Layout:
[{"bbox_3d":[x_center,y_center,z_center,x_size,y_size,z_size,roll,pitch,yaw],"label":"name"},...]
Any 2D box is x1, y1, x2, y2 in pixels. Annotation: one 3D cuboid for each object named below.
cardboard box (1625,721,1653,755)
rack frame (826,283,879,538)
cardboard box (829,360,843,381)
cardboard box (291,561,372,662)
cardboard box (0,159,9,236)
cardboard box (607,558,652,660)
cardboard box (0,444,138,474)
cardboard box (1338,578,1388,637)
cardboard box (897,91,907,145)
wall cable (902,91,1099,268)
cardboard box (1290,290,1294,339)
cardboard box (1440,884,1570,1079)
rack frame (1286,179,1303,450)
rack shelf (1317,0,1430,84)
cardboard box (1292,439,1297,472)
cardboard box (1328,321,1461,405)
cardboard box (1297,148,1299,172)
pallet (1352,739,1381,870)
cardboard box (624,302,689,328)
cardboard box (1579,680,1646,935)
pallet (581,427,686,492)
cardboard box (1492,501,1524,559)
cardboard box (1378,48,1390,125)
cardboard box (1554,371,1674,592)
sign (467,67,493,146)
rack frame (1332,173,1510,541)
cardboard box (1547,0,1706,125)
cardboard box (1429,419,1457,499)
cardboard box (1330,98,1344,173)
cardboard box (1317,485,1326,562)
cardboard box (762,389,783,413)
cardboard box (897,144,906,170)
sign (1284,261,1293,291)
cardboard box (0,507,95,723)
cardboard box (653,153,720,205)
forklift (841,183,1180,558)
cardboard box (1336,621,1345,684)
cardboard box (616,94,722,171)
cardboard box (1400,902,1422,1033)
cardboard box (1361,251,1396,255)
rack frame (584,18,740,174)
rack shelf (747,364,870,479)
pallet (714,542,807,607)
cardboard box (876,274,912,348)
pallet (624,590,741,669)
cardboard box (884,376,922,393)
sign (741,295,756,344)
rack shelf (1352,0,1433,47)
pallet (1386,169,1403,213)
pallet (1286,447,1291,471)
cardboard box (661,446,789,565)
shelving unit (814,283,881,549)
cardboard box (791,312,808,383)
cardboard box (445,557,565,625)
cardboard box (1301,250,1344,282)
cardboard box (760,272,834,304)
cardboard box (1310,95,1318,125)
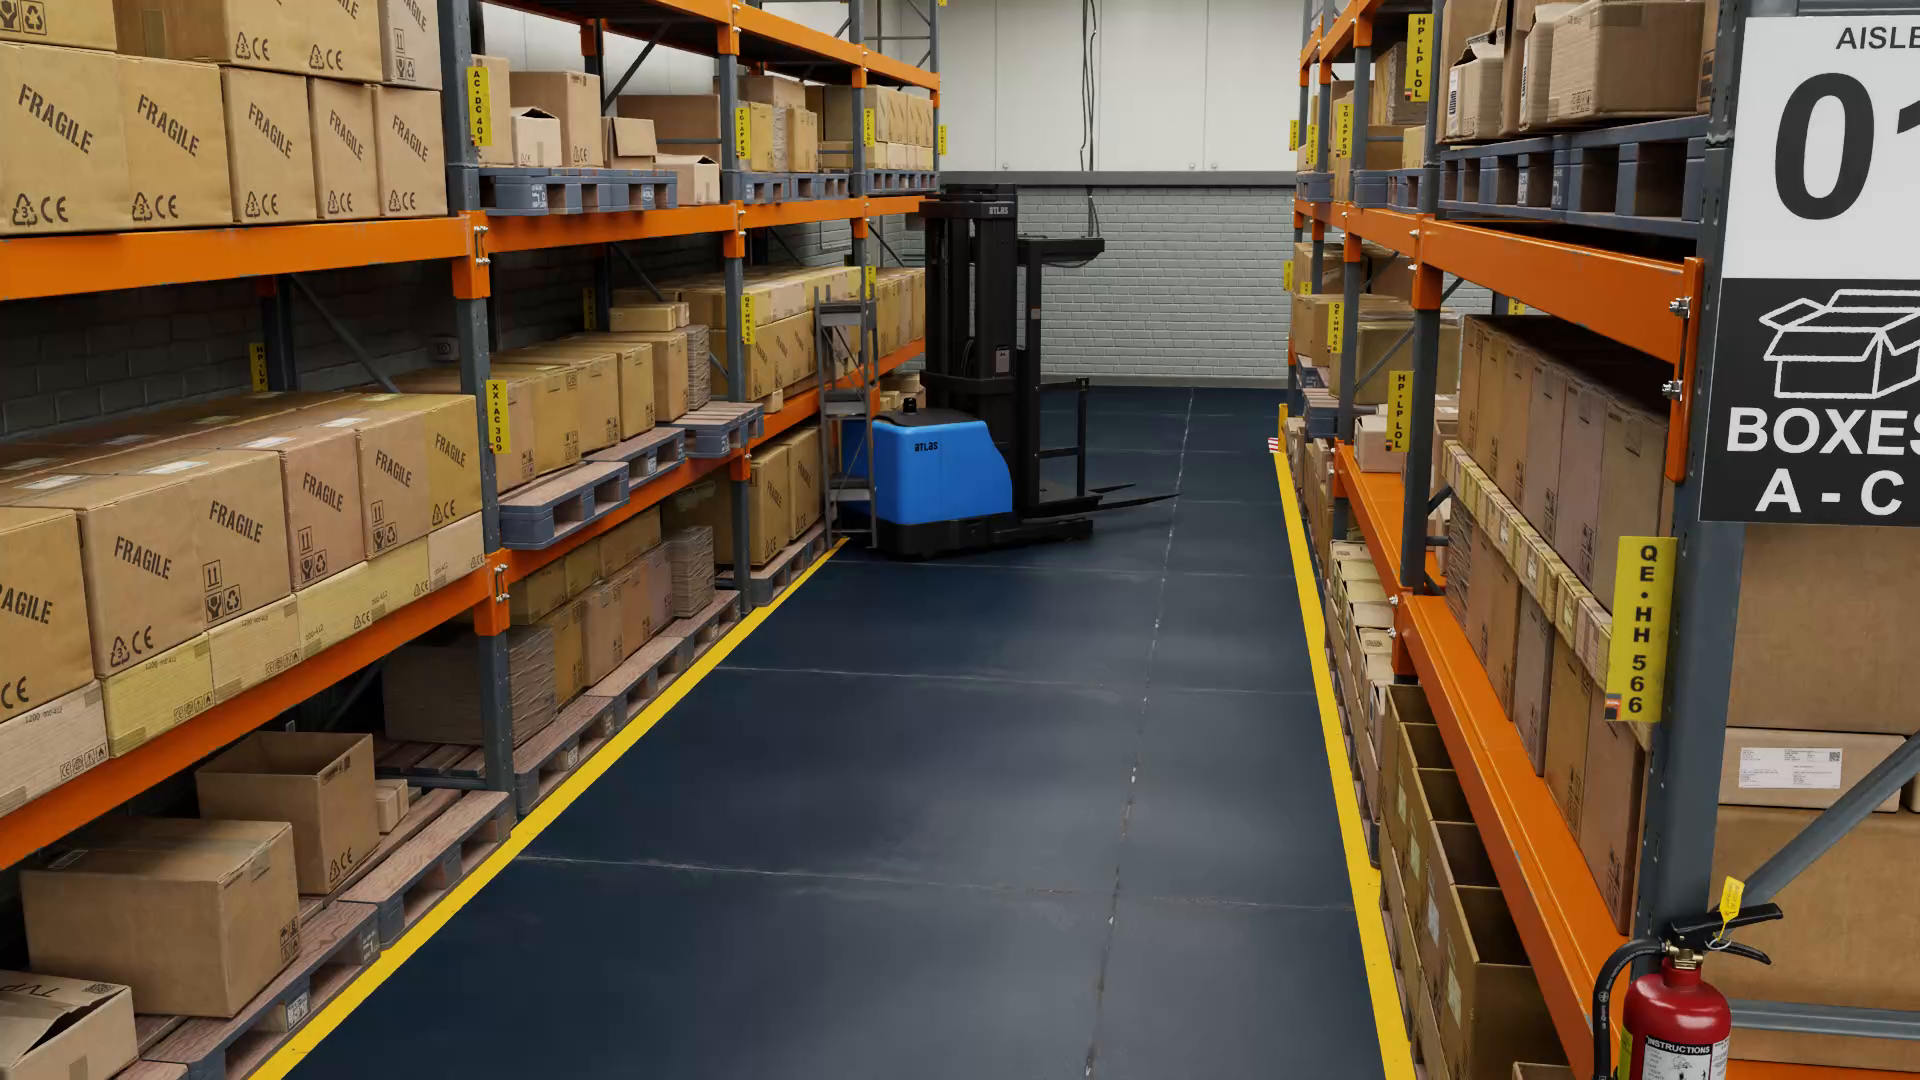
[{"bbox_3d":[1.611,0.351,3.470,0.380,0.149,0.250,2,12,10],"label":"cardboard box"},{"bbox_3d":[-0.853,-1.052,13.710,0.400,2.100,0.015,-1,10,7],"label":"rack frame"},{"bbox_3d":[-1.203,-1.446,14.130,0.380,0.149,0.250,2,12,9],"label":"cardboard box"},{"bbox_3d":[-2.499,0.245,6.045,0.500,0.250,0.500,2,12,8],"label":"cardboard box"},{"bbox_3d":[-2.778,-1.000,4.109,0.500,0.500,0.500,3,12,12],"label":"cardboard box"},{"bbox_3d":[-2.265,0.398,9.916,0.700,0.500,0.500,2,12,8],"label":"cardboard box"},{"bbox_3d":[-3.092,-0.028,5.532,0.500,0.500,0.500,2,12,9],"label":"cardboard box"},{"bbox_3d":[2.408,0.371,9.349,0.500,0.311,0.500,2,12,7],"label":"cardboard box"},{"bbox_3d":[-0.818,-4.164,16.418,0.500,0.500,0.500,2,12,9],"label":"cardboard box"},{"bbox_3d":[0.490,-5.214,24.198,3.097,2.526,0.112,2,12,9],"label":"wall cable"},{"bbox_3d":[3.833,-2.439,17.953,0.500,0.500,0.500,2,12,10],"label":"cardboard box"},{"bbox_3d":[1.629,1.299,4.595,0.500,0.500,0.500,2,12,9],"label":"cardboard box"},{"bbox_3d":[4.162,-2.474,18.352,1.000,3.000,0.127,2,12,9],"label":"rack frame"},{"bbox_3d":[3.239,-3.610,12.043,1.077,0.370,4.000,2,12,9],"label":"rack shelf"},{"bbox_3d":[3.470,-0.826,16.043,0.500,0.311,0.500,2,12,9],"label":"cardboard box"},{"bbox_3d":[2.917,-1.197,11.196,0.700,0.500,0.500,-2,12,-10],"label":"cardboard box"},{"bbox_3d":[3.826,-4.013,17.543,0.500,0.250,0.500,2,12,9],"label":"cardboard box"},{"bbox_3d":[2.391,1.233,7.773,1.003,0.211,1.213,2,12,9],"label":"pallet"},{"bbox_3d":[-1.987,-1.477,10.903,0.380,0.149,0.250,0,12,1],"label":"cardboard box"},{"bbox_3d":[1.862,0.602,3.844,0.700,0.500,0.500,2,12,10],"label":"cardboard box"},{"bbox_3d":[-2.228,-0.461,9.468,1.003,0.211,1.213,2,12,9],"label":"pallet"},{"bbox_3d":[1.890,-0.024,5.207,0.380,0.149,0.250,2,12,7],"label":"cardboard box"},{"bbox_3d":[3.083,-3.009,11.106,0.500,0.500,0.500,2,12,9],"label":"cardboard box"},{"bbox_3d":[1.946,-0.149,4.246,0.700,0.500,0.500,2,12,9],"label":"cardboard box"},{"bbox_3d":[-2.041,-1.839,7.058,0.100,0.325,0.005,2,12,9],"label":"sign"},{"bbox_3d":[2.932,-0.809,10.625,1.000,3.000,0.127,2,12,9],"label":"rack frame"},{"bbox_3d":[1.618,-1.058,3.690,0.500,0.250,0.500,2,12,9],"label":"cardboard box"},{"bbox_3d":[2.532,-0.294,7.999,0.500,0.500,0.500,3,12,13],"label":"cardboard box"},{"bbox_3d":[3.397,-3.308,13.632,0.600,0.600,0.600,1,12,3],"label":"cardboard box"},{"bbox_3d":[2.924,-0.112,12.281,0.500,0.500,0.500,1,12,7],"label":"cardboard box"},{"bbox_3d":[-1.512,-1.021,12.160,0.380,0.149,0.250,2,12,10],"label":"cardboard box"},{"bbox_3d":[-0.818,-3.796,16.489,0.500,0.250,0.500,2,12,7],"label":"cardboard box"},{"bbox_3d":[3.626,-2.915,18.343,0.100,0.325,0.005,2,12,9],"label":"sign"},{"bbox_3d":[-2.738,0.202,4.465,0.500,0.500,0.500,2,12,9],"label":"cardboard box"},{"bbox_3d":[-1.808,-2.242,10.321,0.500,0.311,0.500,2,12,9],"label":"cardboard box"},{"bbox_3d":[0.521,-1.506,14.024,3.031,2.935,1.130,-8,15,-33],"label":"forklift"},{"bbox_3d":[2.411,0.643,9.420,0.500,0.250,0.500,2,12,7],"label":"cardboard box"},{"bbox_3d":[-1.947,-2.799,11.462,0.700,0.500,0.500,1,12,4],"label":"cardboard box"},{"bbox_3d":[1.782,1.458,5.640,0.500,0.250,0.500,2,12,9],"label":"cardboard box"},{"bbox_3d":[4.056,-2.482,15.781,0.500,0.500,0.500,2,12,7],"label":"cardboard box"},{"bbox_3d":[-1.964,-3.901,10.734,1.000,3.000,0.127,2,12,9],"label":"rack frame"},{"bbox_3d":[-1.656,-1.033,13.374,1.077,0.370,4.000,2,12,9],"label":"rack shelf"},{"bbox_3d":[-1.768,0.233,12.410,1.003,0.211,1.213,2,12,9],"label":"pallet"},{"bbox_3d":[-1.029,-2.364,17.128,0.980,0.700,0.700,1,12,6],"label":"cardboard box"},{"bbox_3d":[-2.085,0.558,10.905,1.003,0.211,1.213,2,12,9],"label":"pallet"},{"bbox_3d":[-0.620,-1.699,18.155,0.380,0.149,0.250,2,12,10],"label":"cardboard box"},{"bbox_3d":[-1.426,-1.480,11.180,0.100,0.325,0.005,2,12,9],"label":"sign"},{"bbox_3d":[2.624,-2.778,8.179,1.077,0.370,4.000,2,12,9],"label":"rack shelf"},{"bbox_3d":[2.747,-1.806,8.579,1.003,0.211,1.213,2,12,11],"label":"pallet"},{"bbox_3d":[4.029,-0.929,17.803,1.003,0.211,1.213,2,12,9],"label":"pallet"},{"bbox_3d":[-1.721,-0.271,12.239,0.750,0.750,0.750,2,12,8],"label":"cardboard box"},{"bbox_3d":[-0.881,-1.008,13.471,0.431,2.100,0.503,-1,10,7],"label":"shelving unit"},{"bbox_3d":[-1.469,-1.477,12.737,0.500,0.500,0.500,2,12,8],"label":"cardboard box"},{"bbox_3d":[-2.418,0.259,8.780,0.500,0.250,0.500,2,12,7],"label":"cardboard box"},{"bbox_3d":[3.523,-2.504,15.882,0.500,0.500,0.500,2,12,9],"label":"cardboard box"},{"bbox_3d":[-1.334,-2.054,13.632,0.500,0.250,0.500,2,12,10],"label":"cardboard box"},{"bbox_3d":[3.939,-4.269,16.952,0.700,0.500,0.500,2,12,9],"label":"cardboard box"}]
